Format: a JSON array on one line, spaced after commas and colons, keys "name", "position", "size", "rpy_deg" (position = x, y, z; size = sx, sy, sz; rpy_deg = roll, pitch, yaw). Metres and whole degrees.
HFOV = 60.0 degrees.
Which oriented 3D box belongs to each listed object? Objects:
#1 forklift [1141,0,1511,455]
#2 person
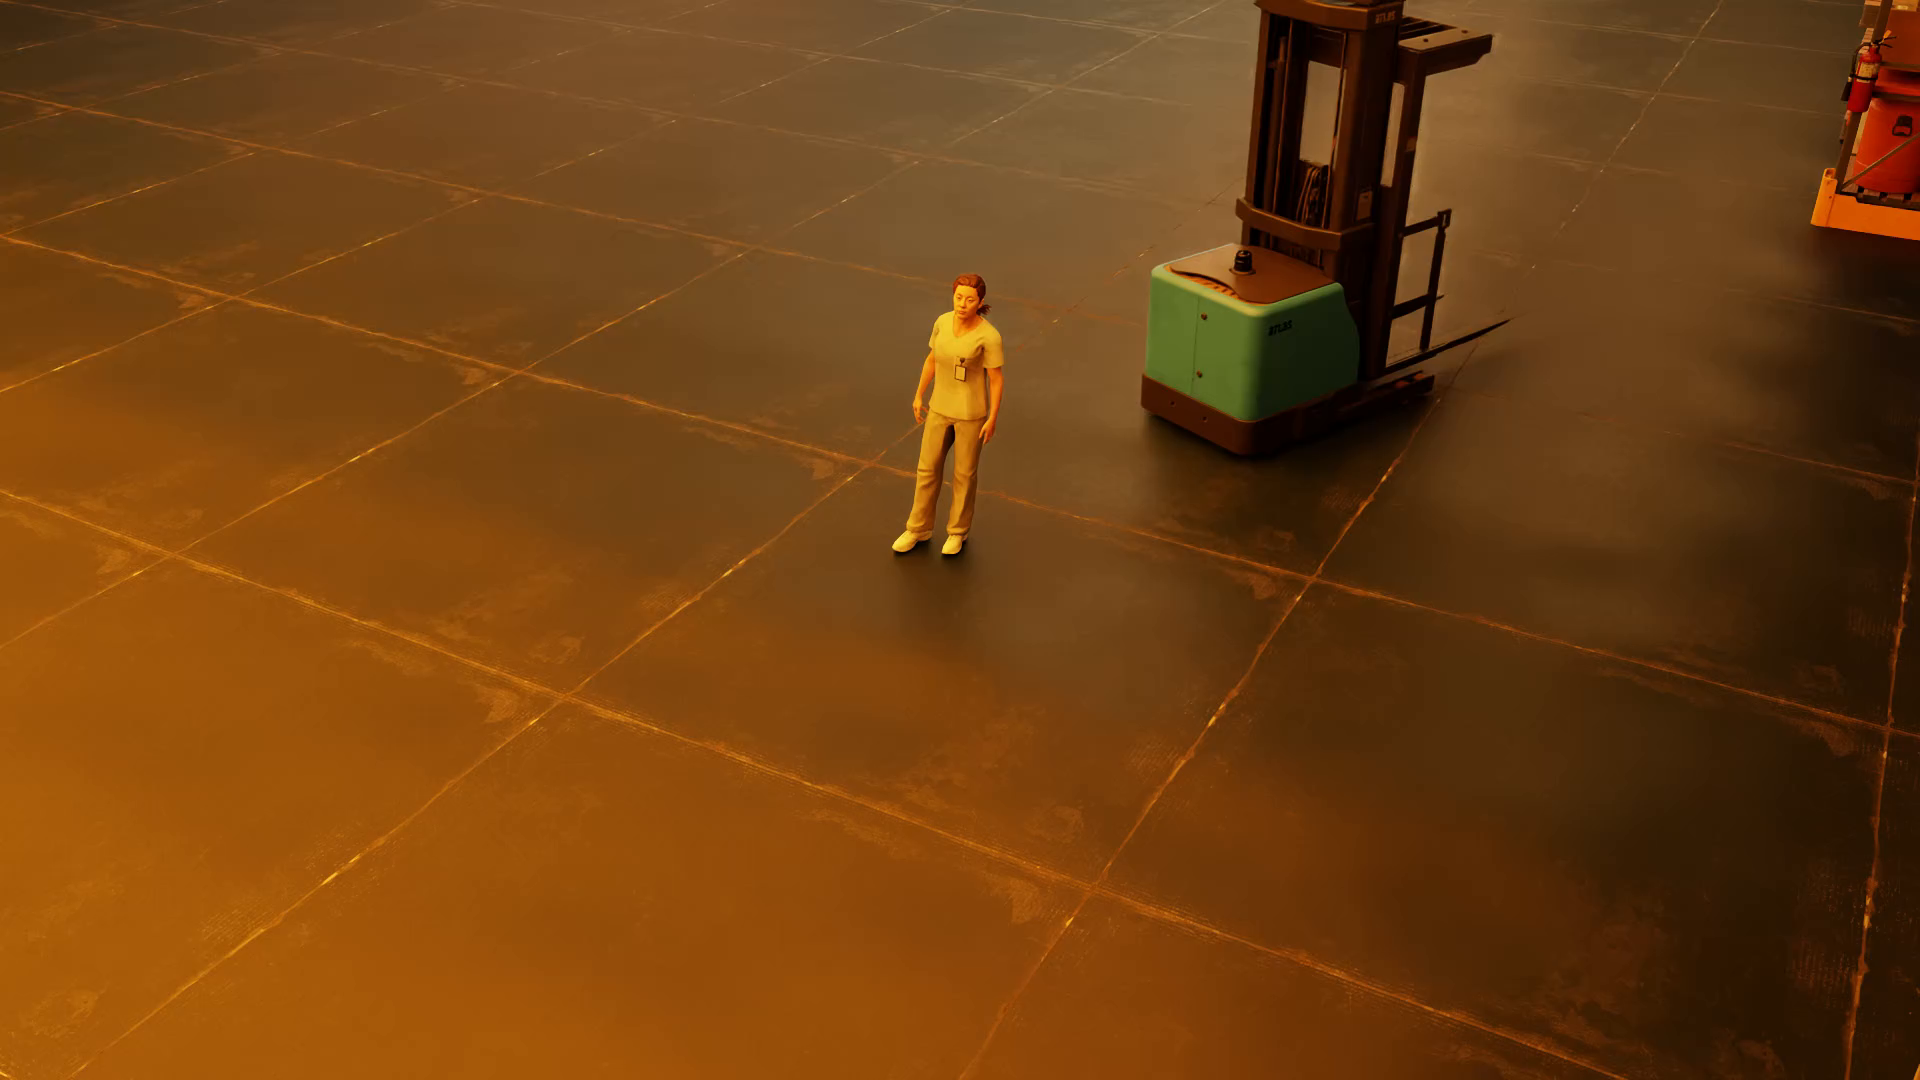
[{"name": "forklift", "position": [2.723, -2.406, 11.240], "size": [3.031, 2.935, 1.130], "rpy_deg": [-21, 36, -32]}, {"name": "person", "position": [-0.048, -0.704, 9.530], "size": [0.549, 1.675, 0.549], "rpy_deg": [15, 33, 25]}]
